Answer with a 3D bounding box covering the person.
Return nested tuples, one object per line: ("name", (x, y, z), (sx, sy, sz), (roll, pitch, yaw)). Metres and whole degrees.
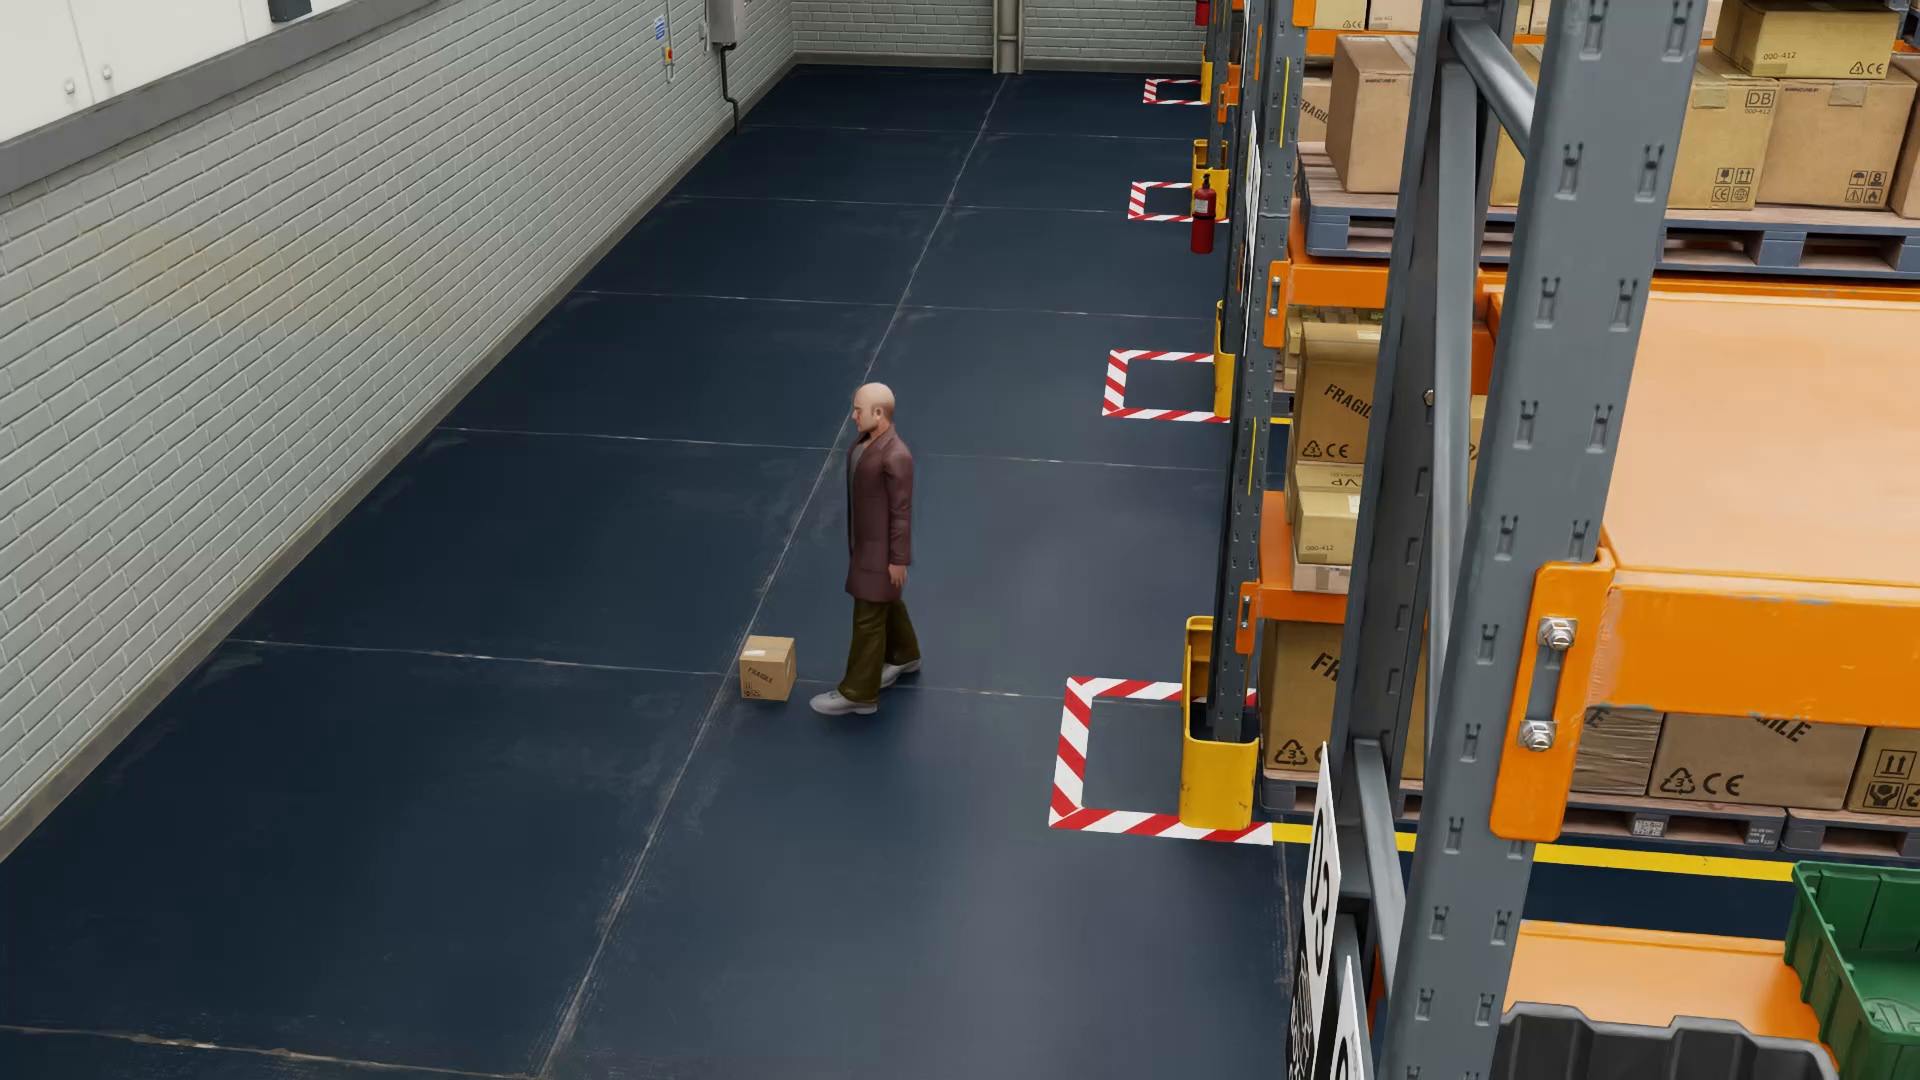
("person", (-0.511, 0.044, 8.667), (0.722, 1.775, 0.599), (-10, 30, -18))
